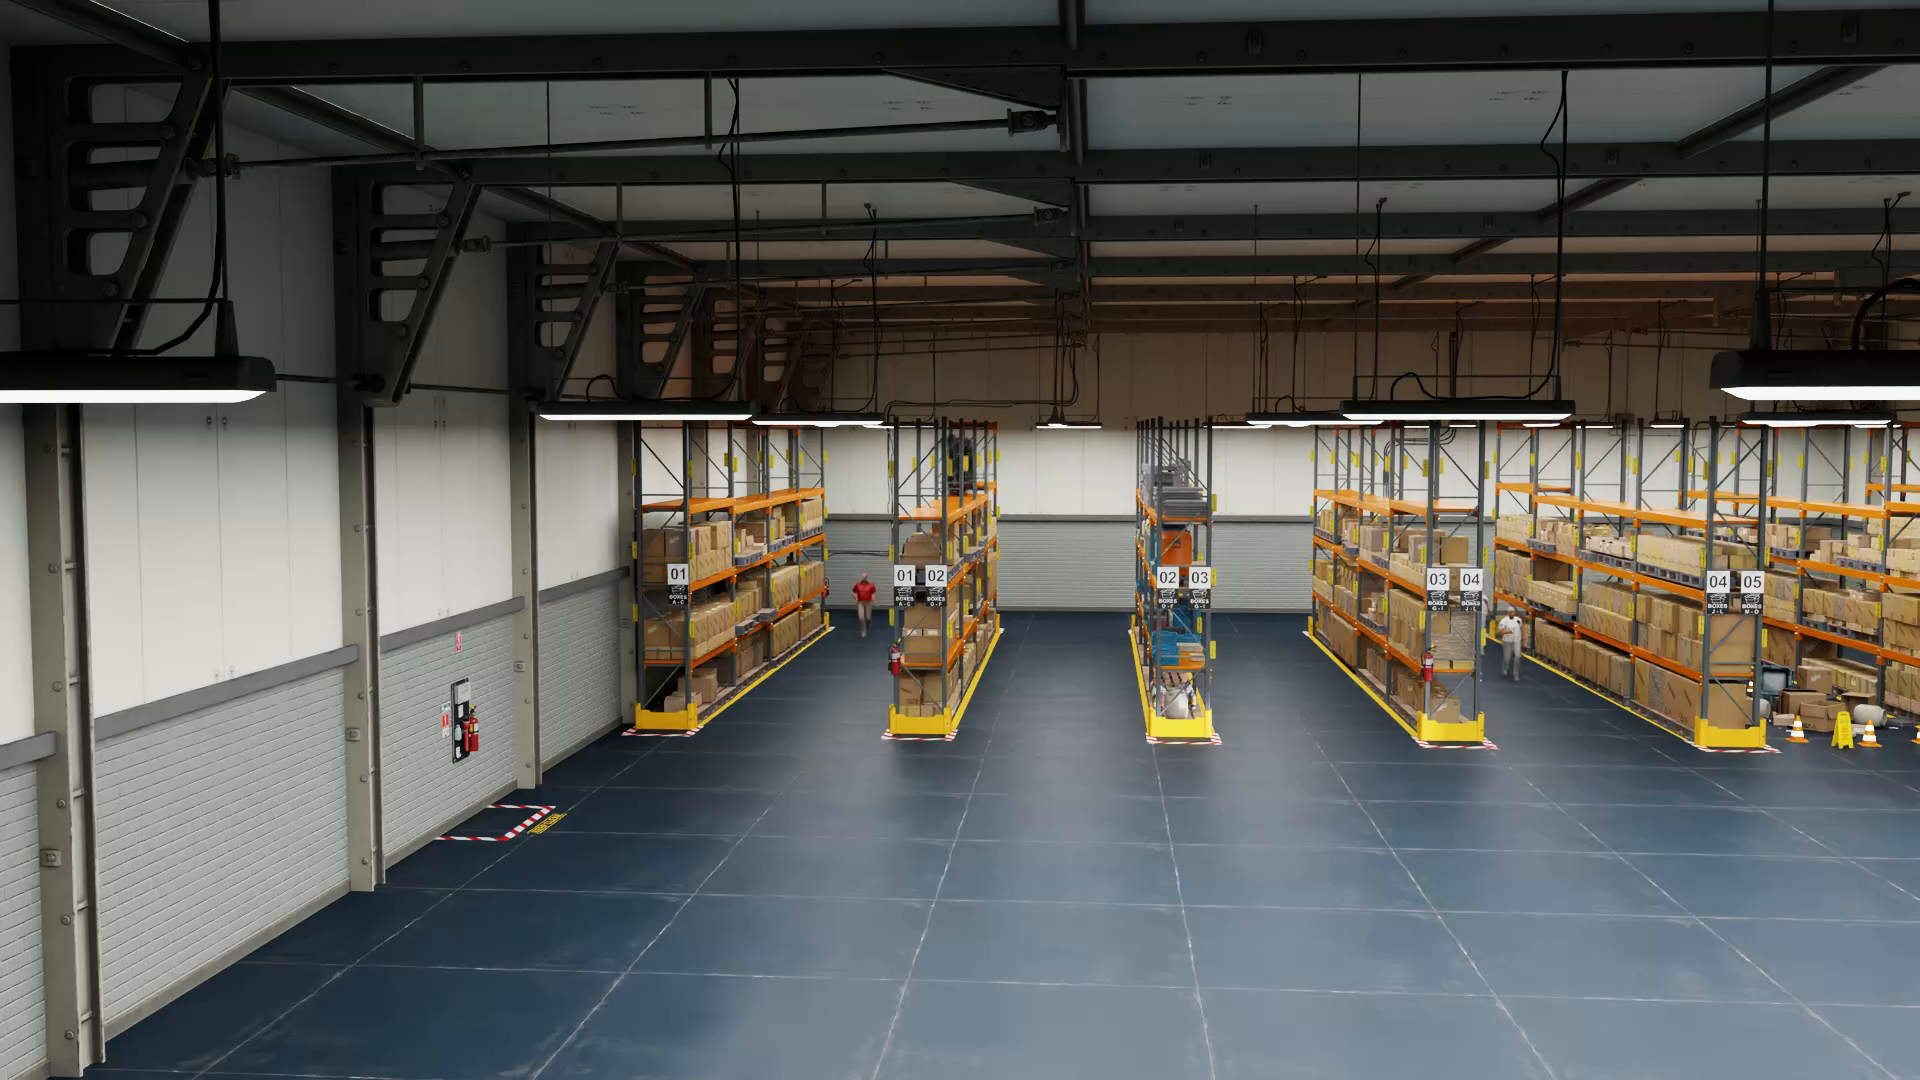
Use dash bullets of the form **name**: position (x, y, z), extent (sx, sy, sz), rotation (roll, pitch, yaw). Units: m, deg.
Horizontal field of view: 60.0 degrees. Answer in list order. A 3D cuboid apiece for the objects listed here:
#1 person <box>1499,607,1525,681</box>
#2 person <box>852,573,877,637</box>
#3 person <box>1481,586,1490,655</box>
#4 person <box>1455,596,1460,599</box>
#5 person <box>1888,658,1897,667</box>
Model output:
- **person**: position (12.793, 2.399, 38.535), extent (0.608, 1.705, 0.802), rotation (1, 4, 10)
- **person**: position (-2.555, 1.718, 44.380), extent (0.664, 1.674, 0.610), rotation (0, 4, -3)
- **person**: position (13.328, 2.025, 42.830), extent (0.681, 1.767, 0.926), rotation (0, 4, 1)
- **person**: position (13.687, 1.873, 46.048), extent (0.722, 1.718, 0.607), rotation (2, 4, 24)
- **person**: position (21.821, 2.316, 38.604), extent (0.724, 1.794, 0.952), rotation (0, 4, 2)
